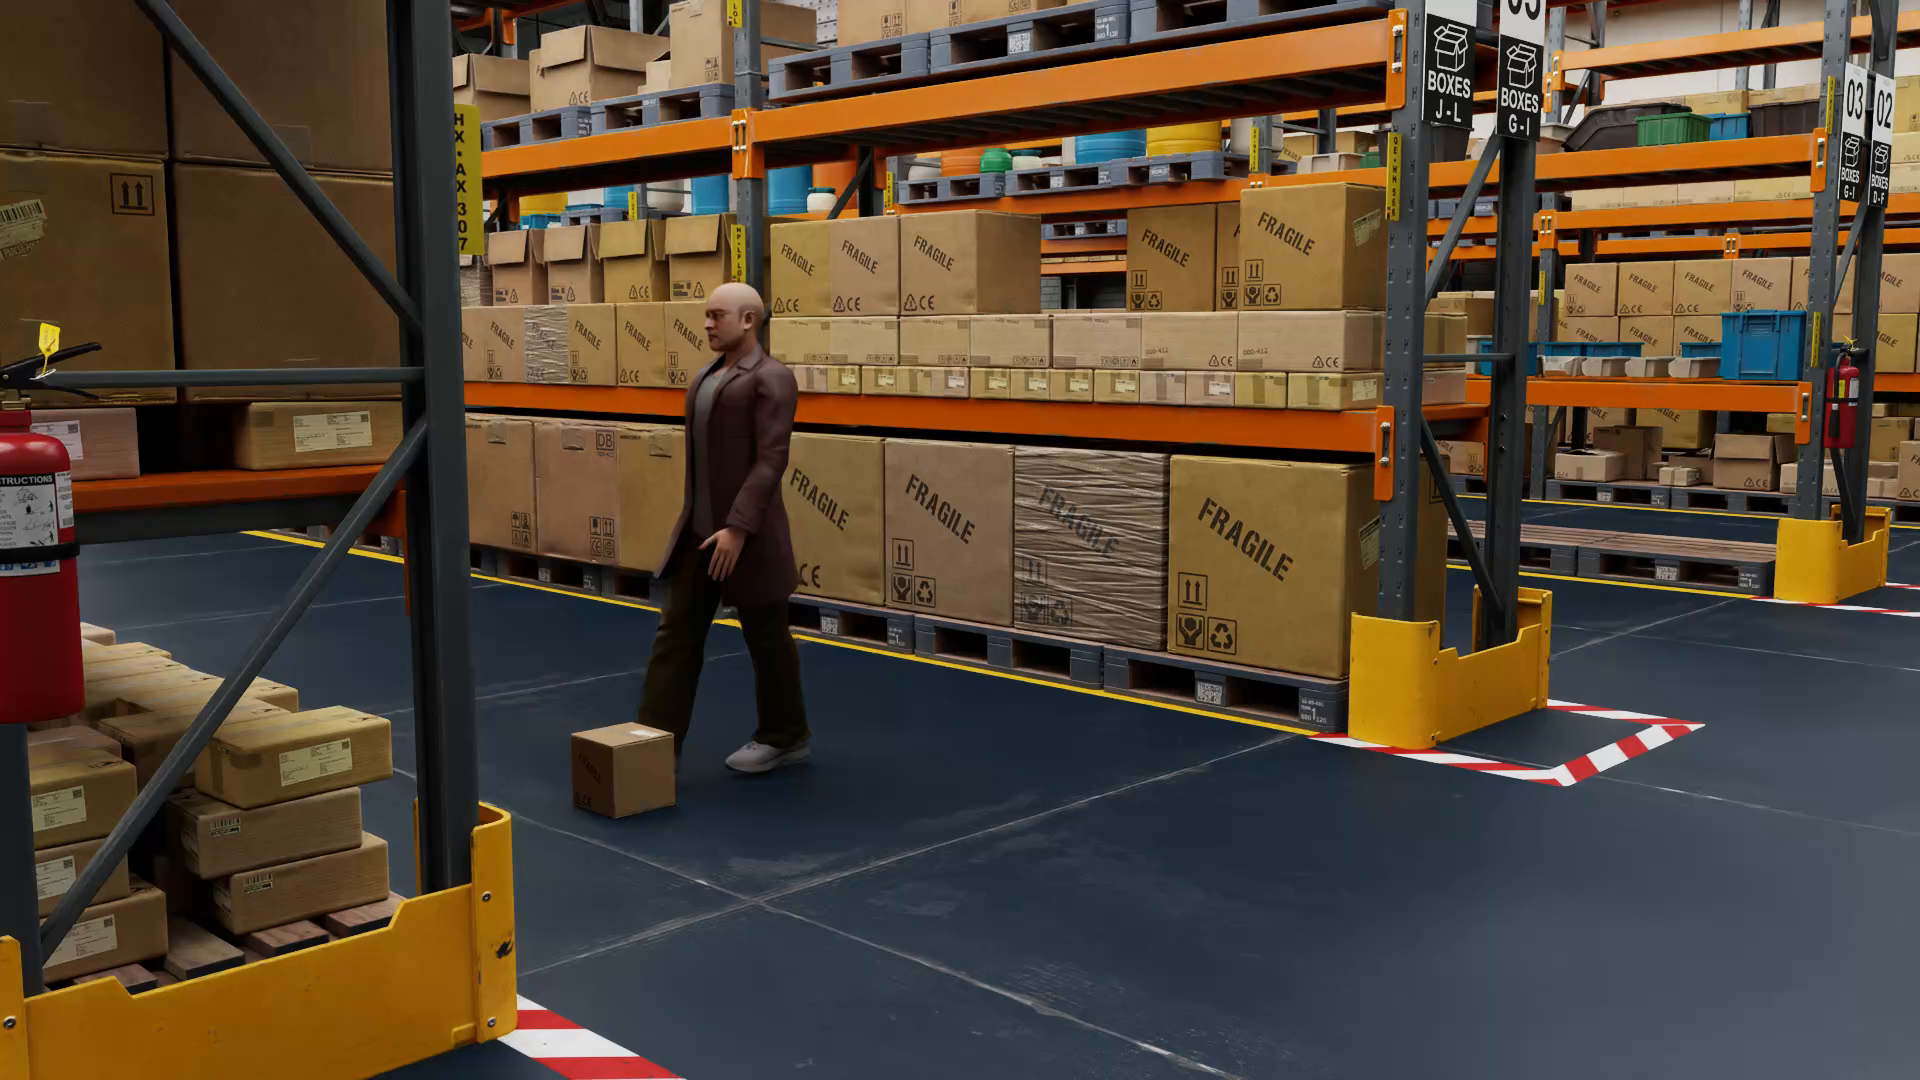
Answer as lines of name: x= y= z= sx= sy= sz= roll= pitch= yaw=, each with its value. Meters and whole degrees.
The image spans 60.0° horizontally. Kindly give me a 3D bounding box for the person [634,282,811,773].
person: x=-0.883 y=-0.019 z=5.861 sx=0.596 sy=1.765 sz=0.858 roll=6 pitch=9 yaw=43
